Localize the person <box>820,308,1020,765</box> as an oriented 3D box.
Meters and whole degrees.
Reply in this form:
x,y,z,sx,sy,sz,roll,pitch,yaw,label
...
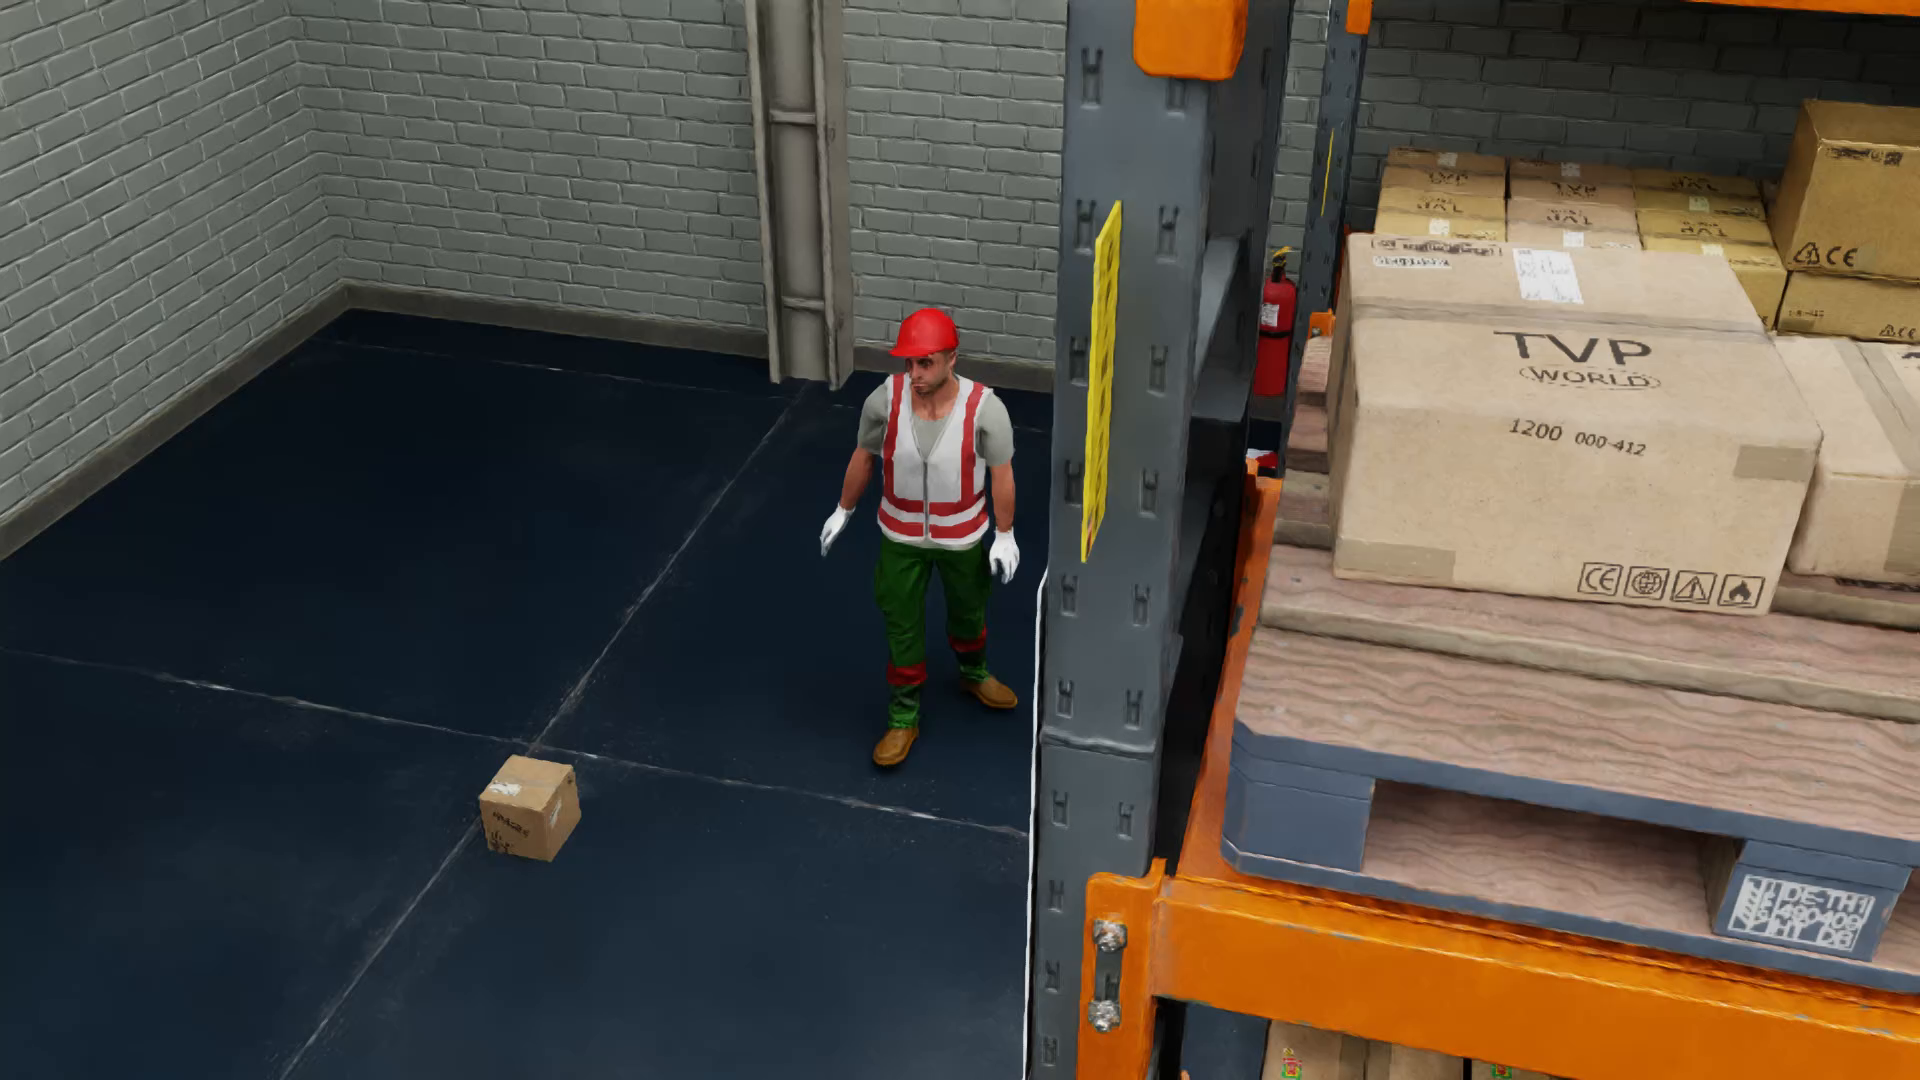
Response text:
x,y,z,sx,sy,sz,roll,pitch,yaw,label
-0.153,-0.015,6.133,0.754,1.791,0.629,3,33,5,person
